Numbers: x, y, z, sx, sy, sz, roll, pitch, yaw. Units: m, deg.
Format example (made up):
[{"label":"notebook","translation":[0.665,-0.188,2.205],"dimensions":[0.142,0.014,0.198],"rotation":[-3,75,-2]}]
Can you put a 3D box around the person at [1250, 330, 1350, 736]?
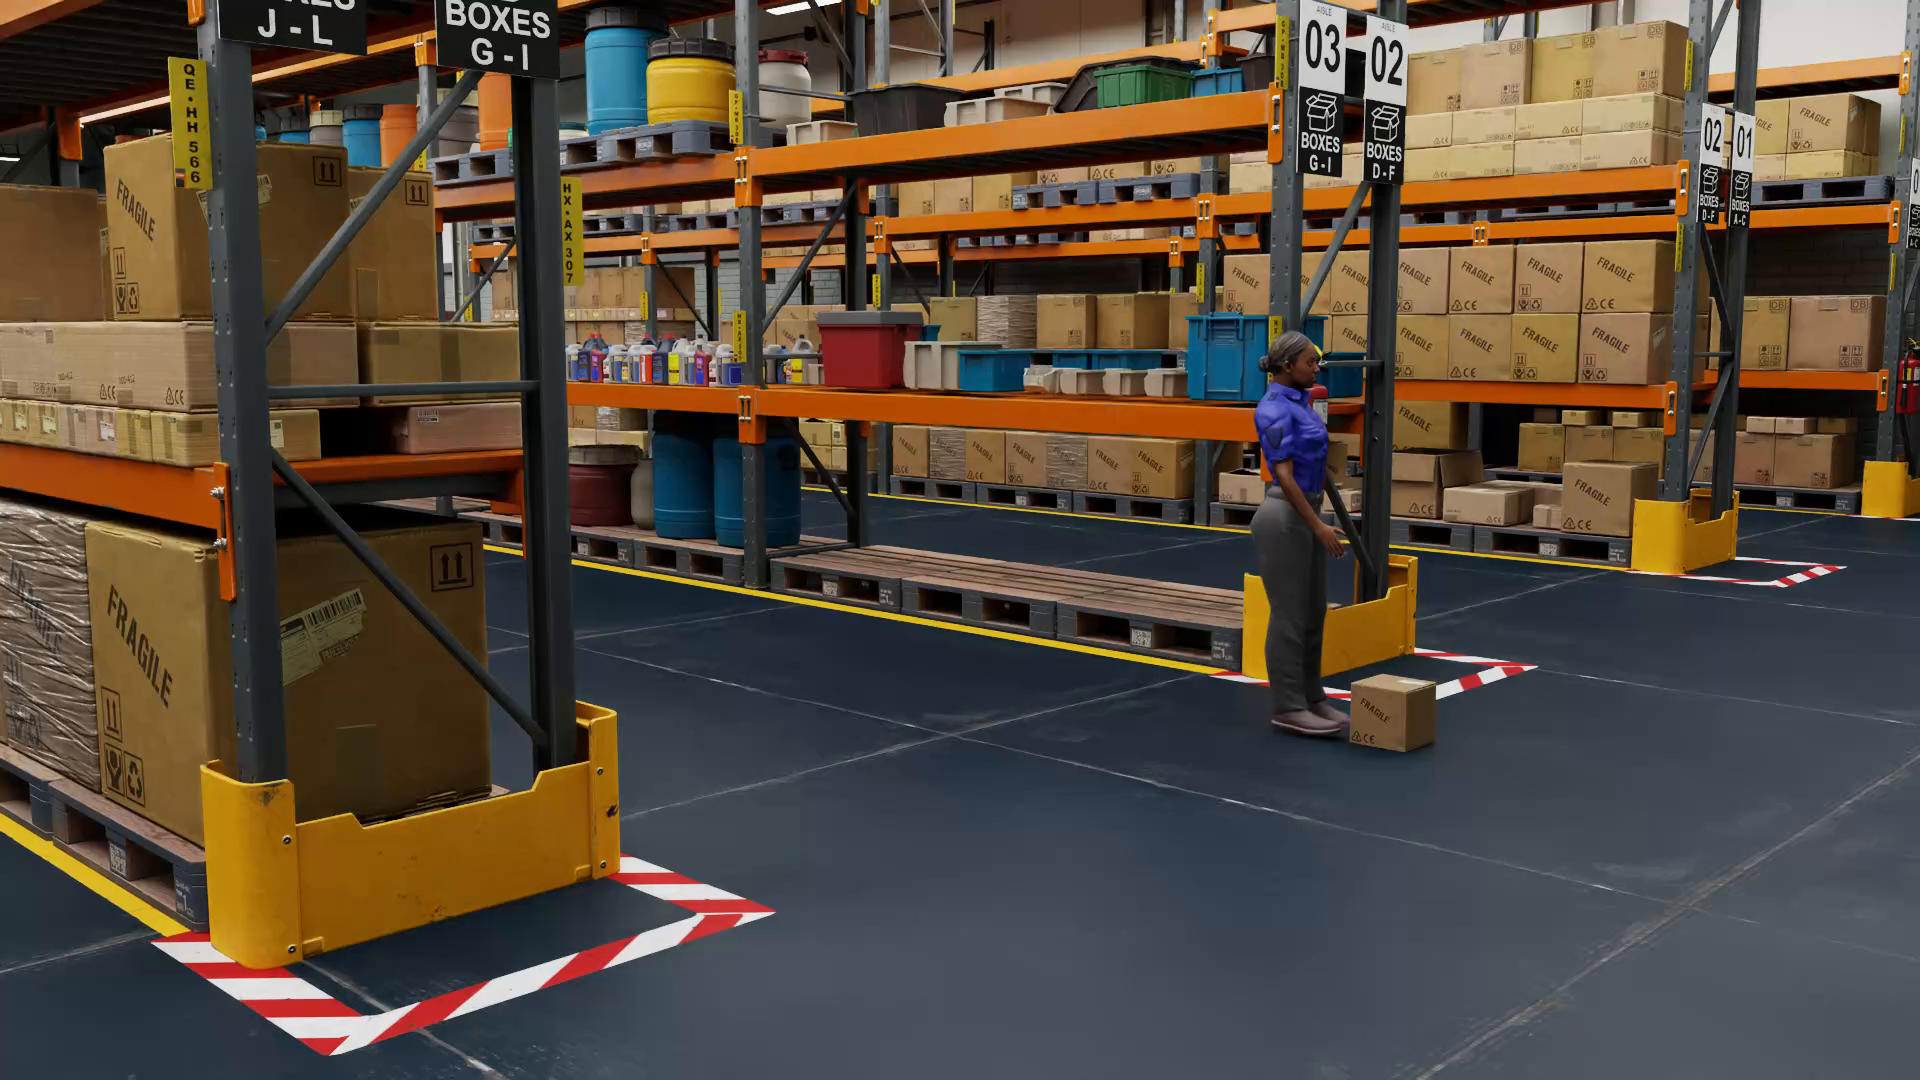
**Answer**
[{"label":"person","translation":[1.442,-0.019,6.936],"dimensions":[0.439,1.673,0.462],"rotation":[4,8,29]}]
